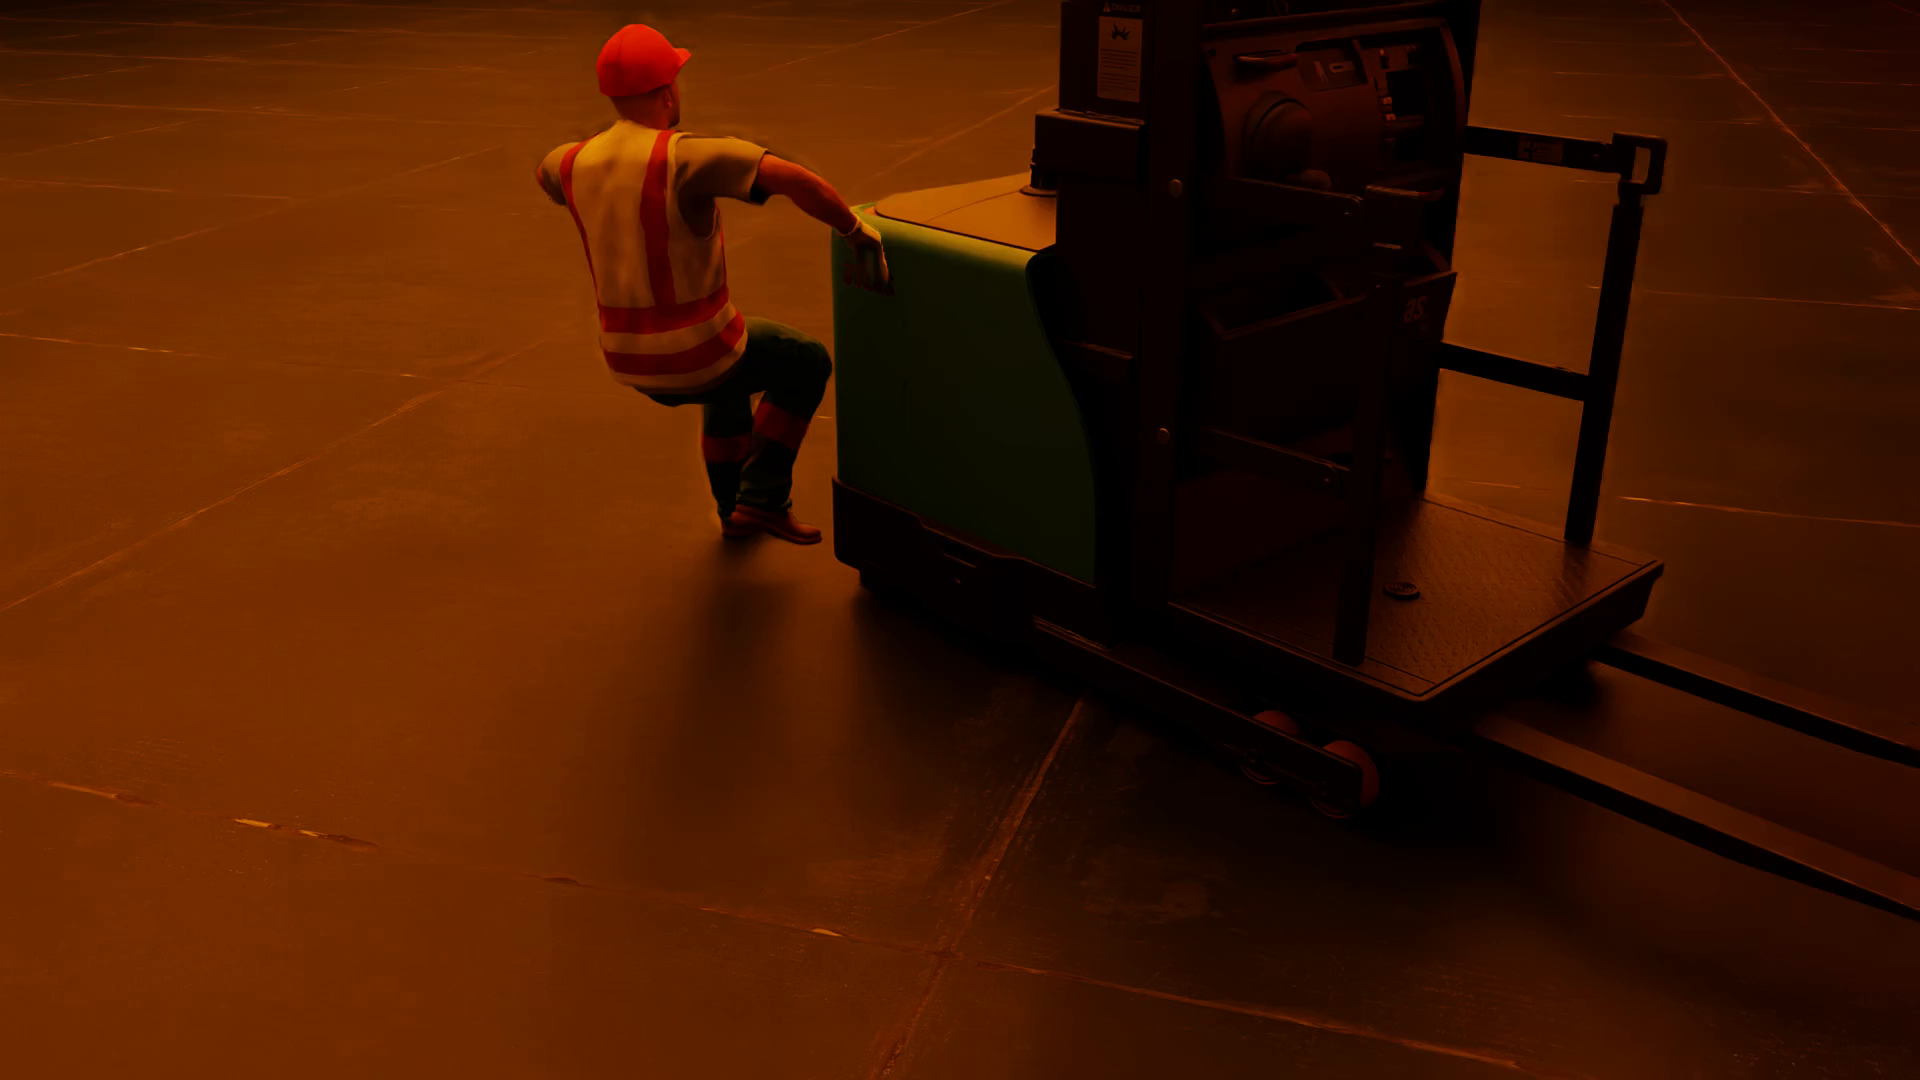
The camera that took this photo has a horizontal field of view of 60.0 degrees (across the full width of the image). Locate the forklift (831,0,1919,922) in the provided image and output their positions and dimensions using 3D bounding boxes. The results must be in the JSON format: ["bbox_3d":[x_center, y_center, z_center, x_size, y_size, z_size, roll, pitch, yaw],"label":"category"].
[{"bbox_3d":[1.008,-0.966,3.619,1.130,2.935,3.031,-20,29,-39],"label":"forklift"}]

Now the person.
[{"bbox_3d":[-0.645,-0.654,4.674,1.133,1.564,0.860,11,25,25],"label":"person"}]
